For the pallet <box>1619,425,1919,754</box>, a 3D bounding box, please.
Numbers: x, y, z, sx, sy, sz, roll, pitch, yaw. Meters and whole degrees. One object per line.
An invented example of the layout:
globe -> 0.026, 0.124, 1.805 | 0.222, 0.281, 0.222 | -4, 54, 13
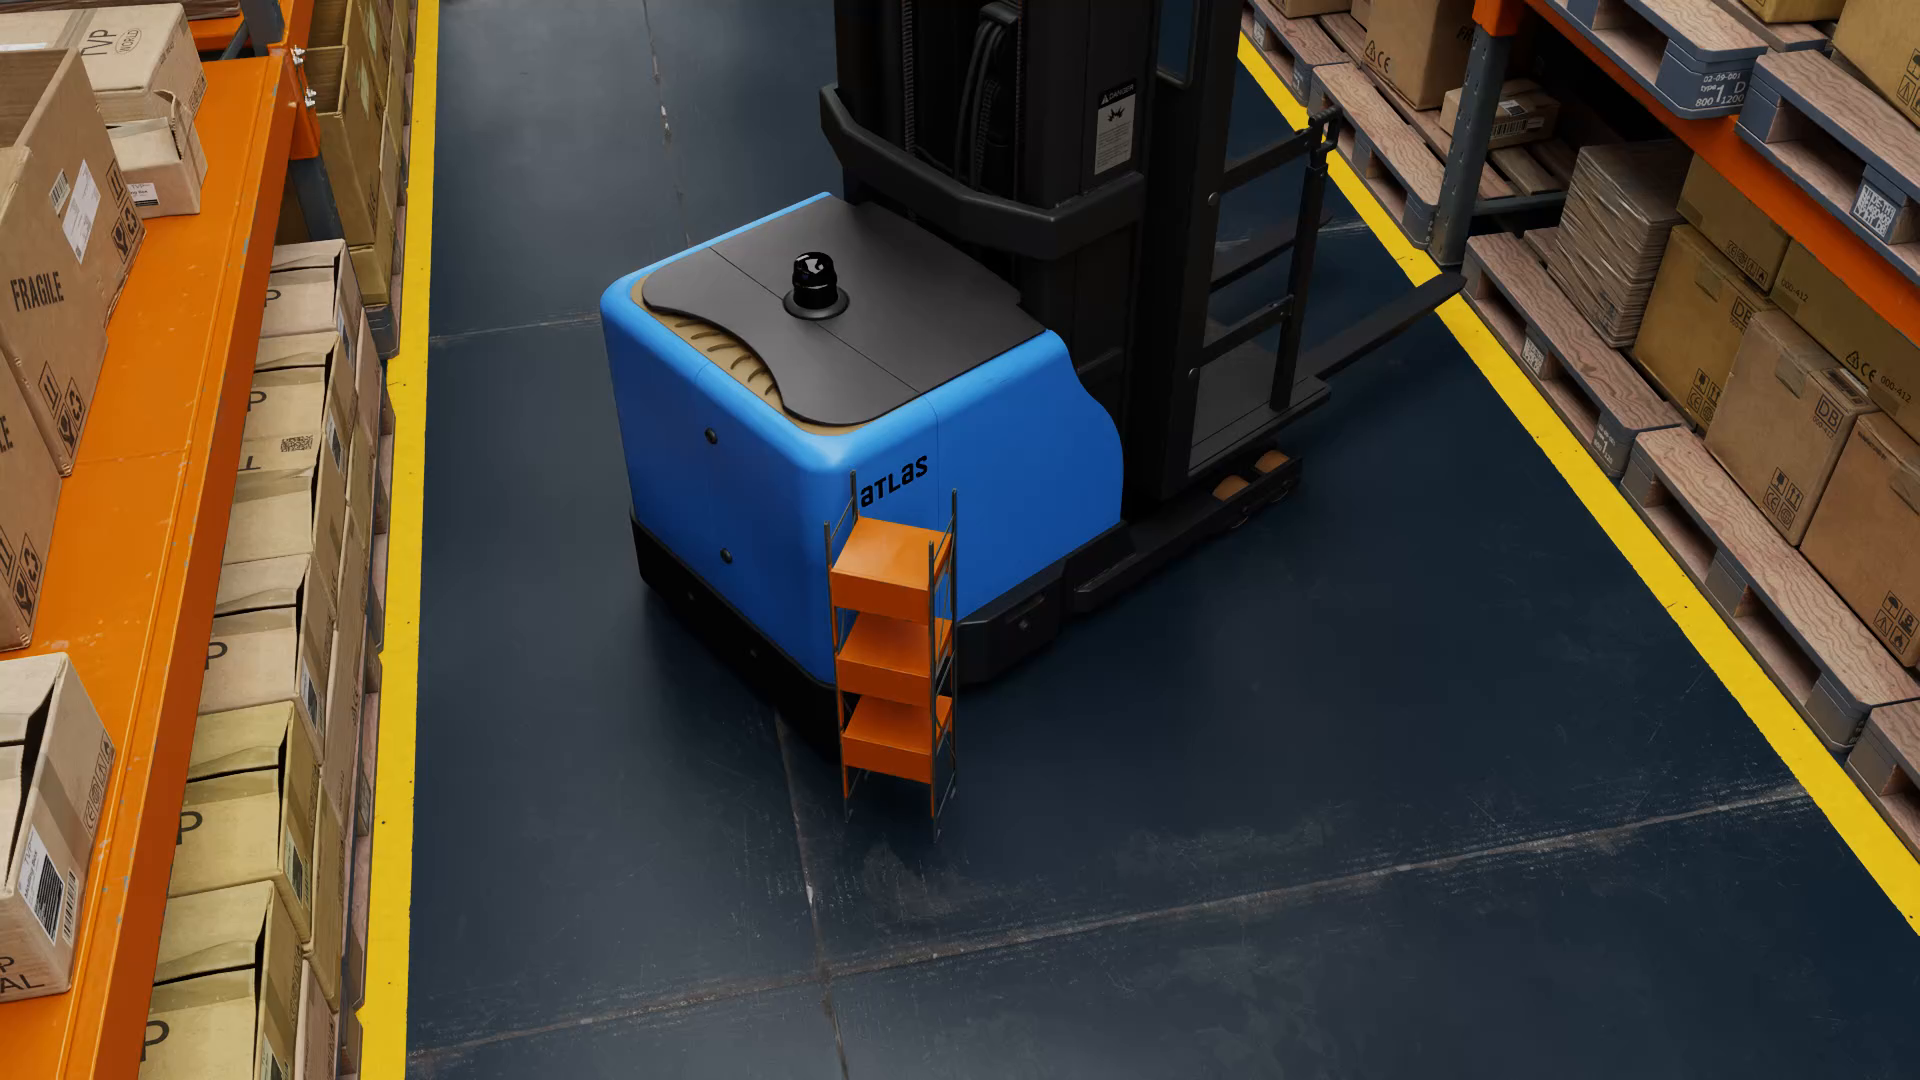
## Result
pallet -> 2.768, 0.056, 5.028 | 1.003, 0.211, 1.213 | -8, 42, -9

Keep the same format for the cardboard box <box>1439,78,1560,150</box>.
cardboard box -> 2.187, -1.731, 6.744 | 0.380, 0.166, 0.250 | -14, 43, -15

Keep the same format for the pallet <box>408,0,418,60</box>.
pallet -> -3.162, -2.632, 8.056 | 1.003, 0.211, 1.213 | -8, 42, -9

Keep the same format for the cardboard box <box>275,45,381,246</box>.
cardboard box -> -2.299, -1.326, 5.675 | 0.500, 0.500, 0.500 | -8, 42, -9

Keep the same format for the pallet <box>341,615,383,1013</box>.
pallet -> -2.041, 0.736, 4.262 | 1.003, 0.211, 1.213 | -8, 42, -9

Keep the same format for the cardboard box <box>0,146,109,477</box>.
cardboard box -> -2.133, -0.443, 3.414 | 0.500, 0.500, 0.500 | -8, 42, -9

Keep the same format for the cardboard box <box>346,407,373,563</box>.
cardboard box -> -2.025, -0.145, 4.909 | 0.500, 0.250, 0.500 | -9, 42, -10

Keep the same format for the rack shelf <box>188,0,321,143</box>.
rack shelf -> -2.936, -2.599, 6.460 | 1.077, 0.370, 4.000 | -8, 42, -9

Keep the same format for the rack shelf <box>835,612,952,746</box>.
rack shelf -> -0.156, 0.324, 4.110 | 0.240, 0.259, 0.215 | 11, 43, 12

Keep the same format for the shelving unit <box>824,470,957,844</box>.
shelving unit -> -0.156, 0.316, 4.103 | 0.252, 1.050, 0.215 | 11, 43, 12

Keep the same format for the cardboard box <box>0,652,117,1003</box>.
cardboard box -> -1.645, 0.447, 2.554 | 0.500, 0.311, 0.500 | -9, 42, -10

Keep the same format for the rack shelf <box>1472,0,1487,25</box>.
rack shelf -> 1.900, -3.311, 7.263 | 1.077, 0.370, 4.000 | -8, 42, -9

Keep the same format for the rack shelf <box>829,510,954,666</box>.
rack shelf -> -0.156, 0.112, 3.922 | 0.240, 0.259, 0.215 | 11, 43, 12

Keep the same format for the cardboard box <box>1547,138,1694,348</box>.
cardboard box -> 2.507, -1.039, 5.712 | 0.700, 0.500, 0.500 | -7, 42, -8

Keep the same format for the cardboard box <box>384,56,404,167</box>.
cardboard box -> -2.514, -1.694, 6.654 | 0.500, 0.250, 0.500 | -8, 42, -9

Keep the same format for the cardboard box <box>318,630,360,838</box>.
cardboard box -> -1.805, 0.517, 4.163 | 0.500, 0.250, 0.500 | -8, 42, -8

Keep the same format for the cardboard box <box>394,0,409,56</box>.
cardboard box -> -2.734, -2.342, 7.383 | 0.500, 0.250, 0.500 | -8, 42, -9

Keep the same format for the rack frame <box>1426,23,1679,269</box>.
rack frame -> 2.332, -2.284, 5.563 | 1.000, 3.000, 0.127 | -8, 42, -9

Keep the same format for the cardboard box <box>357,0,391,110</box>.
cardboard box -> -2.515, -1.974, 6.405 | 0.500, 0.500, 0.500 | -8, 42, -9

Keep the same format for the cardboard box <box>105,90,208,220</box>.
cardboard box -> -2.136, -0.978, 4.193 | 0.396, 0.266, 0.258 | -9, 42, -10

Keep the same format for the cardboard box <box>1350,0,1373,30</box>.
cardboard box -> 2.006, -2.422, 7.535 | 0.380, 0.149, 0.250 | -12, 43, -13

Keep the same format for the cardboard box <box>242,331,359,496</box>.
cardboard box -> -2.019, -0.352, 4.720 | 0.500, 0.311, 0.500 | -7, 42, -8

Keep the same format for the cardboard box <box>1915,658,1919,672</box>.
cardboard box -> 2.991, 0.269, 4.238 | 0.700, 0.500, 0.500 | -8, 42, -9

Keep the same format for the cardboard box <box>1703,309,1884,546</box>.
cardboard box -> 2.738, -0.375, 4.964 | 0.700, 0.500, 0.500 | -8, 42, -9

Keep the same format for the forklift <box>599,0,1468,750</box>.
forklift -> 0.468, -1.370, 4.585 | 3.031, 2.935, 1.130 | -30, 50, -30

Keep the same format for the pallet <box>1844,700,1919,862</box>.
pallet -> 3.028, 0.845, 4.139 | 1.003, 0.211, 1.213 | -8, 42, -9

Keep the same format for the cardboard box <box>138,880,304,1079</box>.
cardboard box -> -1.589, 0.962, 3.239 | 0.500, 0.311, 0.500 | -9, 42, -10

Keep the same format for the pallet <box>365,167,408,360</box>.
pallet -> -2.635, -1.050, 6.274 | 1.003, 0.211, 1.213 | -8, 42, -9

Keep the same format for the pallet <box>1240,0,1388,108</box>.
pallet -> 1.885, -2.464, 7.866 | 1.003, 0.211, 1.213 | -8, 42, -9

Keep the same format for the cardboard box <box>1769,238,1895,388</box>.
cardboard box -> 2.721, -0.698, 4.763 | 0.500, 0.250, 0.500 | -9, 42, -11

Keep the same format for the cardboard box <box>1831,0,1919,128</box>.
cardboard box -> 2.694, -1.365, 4.122 | 0.700, 0.500, 0.500 | -3, 42, -3

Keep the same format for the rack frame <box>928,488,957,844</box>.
rack frame -> -0.039, 0.339, 4.078 | 0.008, 1.050, 0.200 | 11, 43, 12

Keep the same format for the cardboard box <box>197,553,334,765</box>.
cardboard box -> -1.809, 0.298, 3.987 | 0.500, 0.311, 0.500 | -9, 42, -10

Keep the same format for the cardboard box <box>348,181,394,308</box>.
cardboard box -> -2.309, -1.044, 5.922 | 0.500, 0.250, 0.500 | -8, 42, -9

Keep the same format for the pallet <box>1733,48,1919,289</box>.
pallet -> 2.728, -0.897, 4.145 | 1.003, 0.211, 1.213 | -8, 42, -9

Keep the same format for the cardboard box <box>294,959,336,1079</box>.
cardboard box -> -1.577, 1.185, 3.410 | 0.500, 0.250, 0.500 | -9, 42, -10
